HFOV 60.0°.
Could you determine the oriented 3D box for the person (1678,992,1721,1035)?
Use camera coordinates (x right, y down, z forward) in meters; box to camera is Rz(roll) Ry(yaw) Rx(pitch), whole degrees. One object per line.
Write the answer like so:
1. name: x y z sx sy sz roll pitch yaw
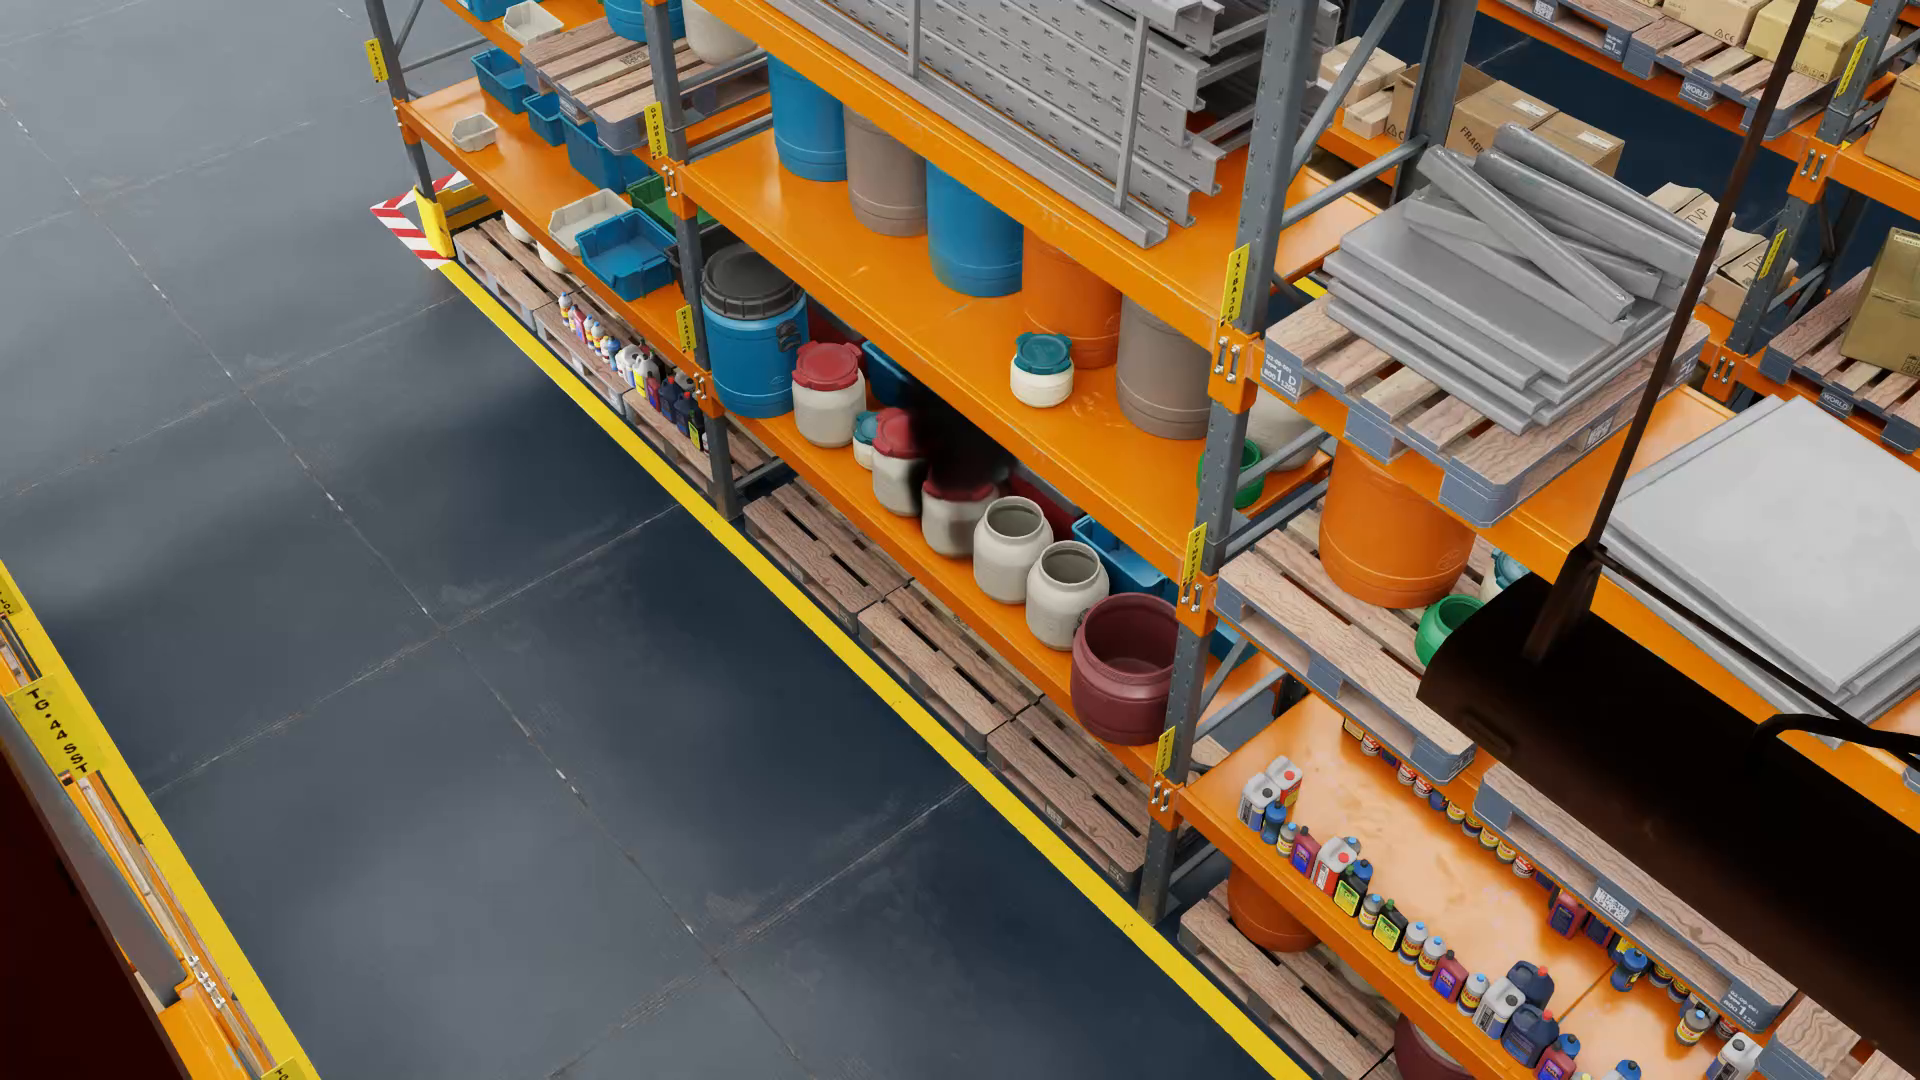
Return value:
1. person: 3.124 5.671 4.443 3.850 1.687 8.471 -17 49 -15
